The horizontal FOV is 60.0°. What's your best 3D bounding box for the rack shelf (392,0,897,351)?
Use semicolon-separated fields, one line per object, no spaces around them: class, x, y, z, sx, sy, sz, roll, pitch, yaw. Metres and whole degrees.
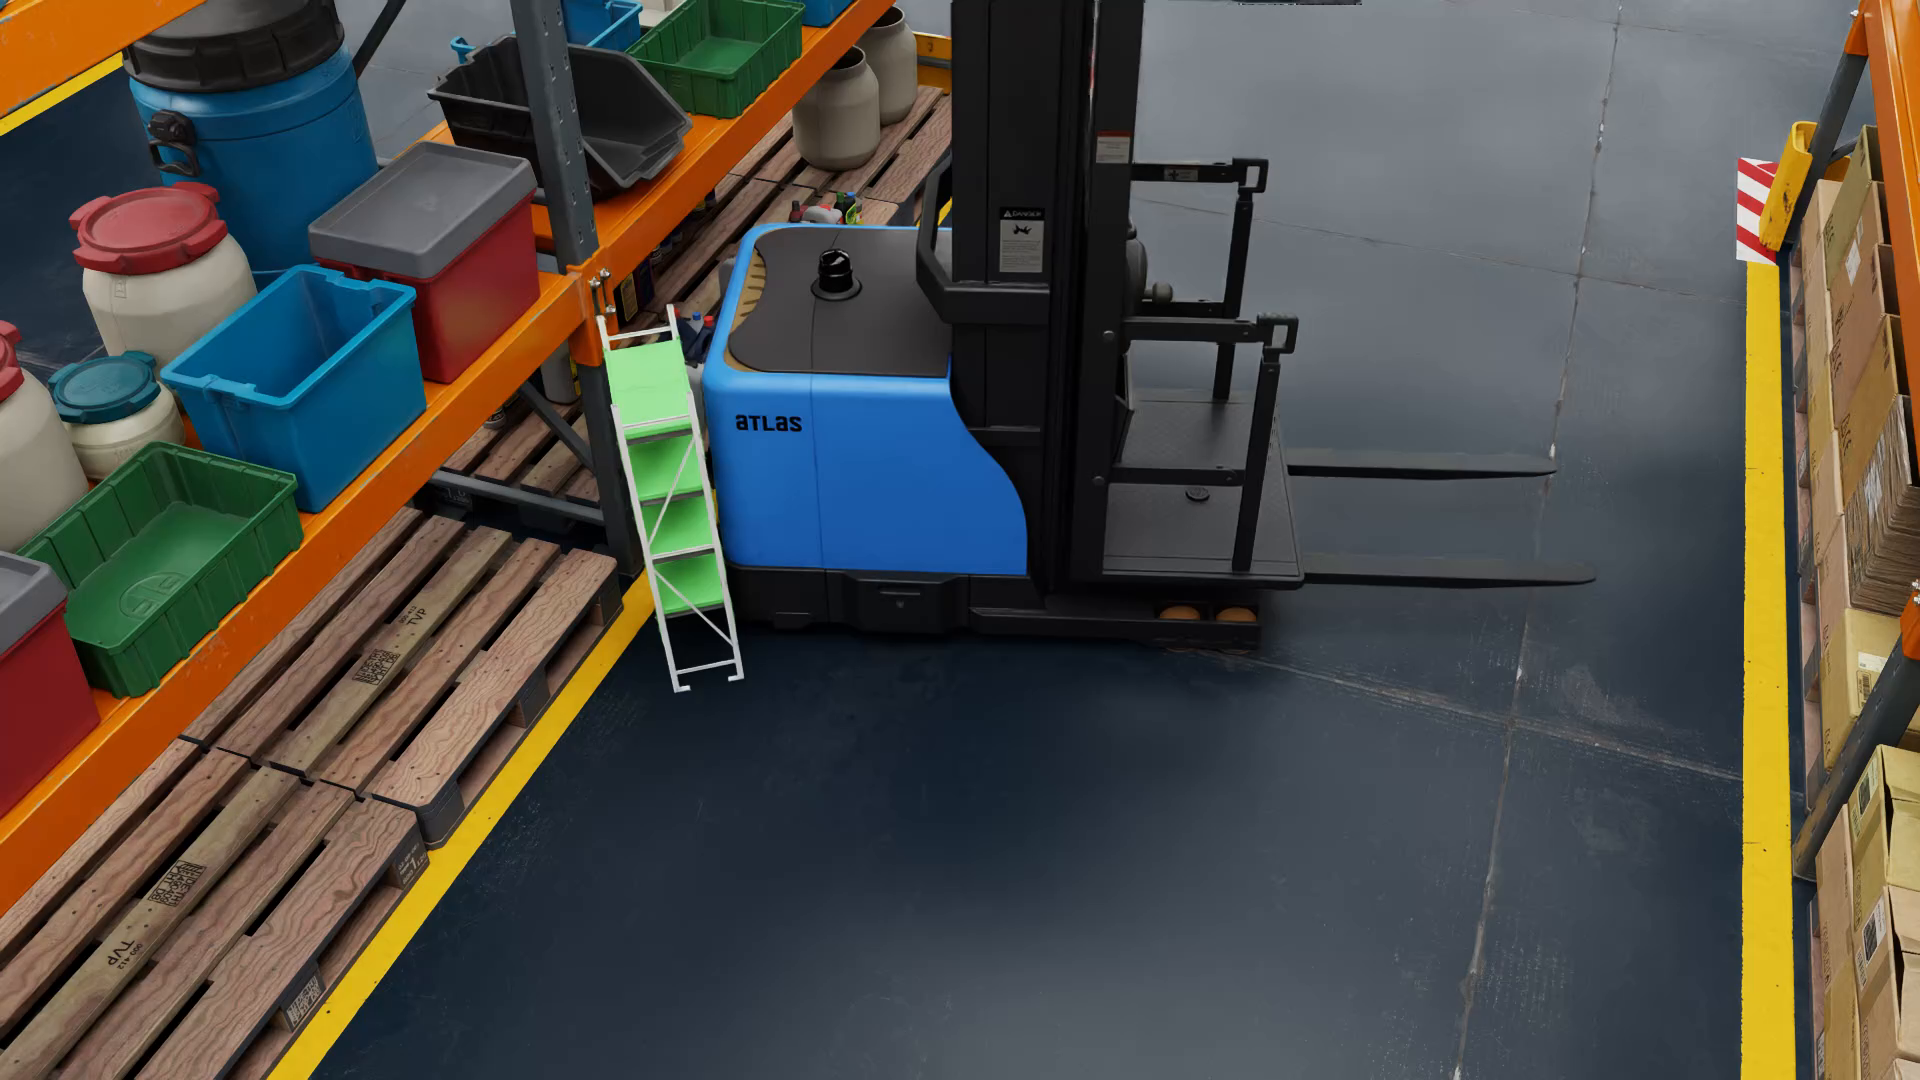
rack shelf;-0.954;-2.089;6.941;1.077;0.370;4.000;13;42;15

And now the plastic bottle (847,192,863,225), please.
plastic bottle;-0.487;-1.467;7.476;0.097;0.201;0.097;0;40;0

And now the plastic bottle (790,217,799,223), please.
plastic bottle;-0.699;-1.190;7.036;0.144;0.351;0.185;15;43;17

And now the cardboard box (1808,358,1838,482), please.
cardboard box;3.476;-0.402;6.205;0.500;0.250;0.500;13;42;15

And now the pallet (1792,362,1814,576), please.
pallet;3.742;-0.202;6.324;1.003;0.211;1.213;13;42;15

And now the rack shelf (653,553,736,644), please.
rack shelf;-0.927;0.114;5.651;0.258;0.148;0.480;-11;42;-9

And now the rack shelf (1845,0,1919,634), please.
rack shelf;3.699;-0.987;5.650;1.077;0.370;4.000;13;42;15

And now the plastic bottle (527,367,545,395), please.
plastic bottle;-1.689;-0.759;6.530;0.144;0.351;0.185;12;42;14

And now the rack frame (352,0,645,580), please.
rack frame;-1.638;-1.142;5.278;1.000;3.000;0.127;13;42;15

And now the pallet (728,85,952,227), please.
pallet;-0.535;-1.970;8.397;1.003;0.211;1.213;13;42;15

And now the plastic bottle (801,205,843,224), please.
plastic bottle;-0.598;-1.348;7.279;0.152;0.276;0.135;14;42;15

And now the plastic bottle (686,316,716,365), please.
plastic bottle;-0.972;-0.702;6.464;0.144;0.351;0.185;14;43;16

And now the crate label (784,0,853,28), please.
crate label;-0.646;-2.413;6.740;0.502;0.435;0.616;13;42;15

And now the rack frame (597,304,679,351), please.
rack frame;-0.999;-0.269;5.632;0.240;1.200;0.015;-11;42;-9

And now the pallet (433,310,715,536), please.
pallet;-1.369;-0.482;6.652;1.003;0.211;1.213;13;42;15

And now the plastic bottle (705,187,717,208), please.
plastic bottle;-1.183;-1.675;7.665;0.097;0.271;0.097;0;40;0

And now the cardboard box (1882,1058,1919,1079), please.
cardboard box;2.288;1.449;3.603;0.500;0.311;0.500;12;42;14

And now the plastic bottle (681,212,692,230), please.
plastic bottle;-1.278;-1.545;7.504;0.061;0.283;0.133;14;42;16

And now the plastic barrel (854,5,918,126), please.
plastic barrel;-0.424;-2.377;8.318;0.421;0.512;0.421;0;40;0

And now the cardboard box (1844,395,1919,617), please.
cardboard box;3.150;-0.074;5.242;0.500;0.500;0.500;13;42;15

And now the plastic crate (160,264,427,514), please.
plastic crate;-1.723;-0.395;4.414;0.392;0.384;0.575;13;42;15

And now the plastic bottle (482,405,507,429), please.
plastic bottle;-1.807;-0.536;6.384;0.097;0.201;0.097;0;40;0

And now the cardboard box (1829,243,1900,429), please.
cardboard box;3.475;-0.687;5.962;0.500;0.500;0.500;13;42;15

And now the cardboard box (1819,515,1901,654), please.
cardboard box;3.149;0.211;5.486;0.500;0.250;0.500;13;42;15

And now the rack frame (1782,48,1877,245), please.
rack frame;4.383;-2.480;6.846;1.000;3.000;0.127;13;42;15

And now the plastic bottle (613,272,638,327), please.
plastic bottle;-1.408;-1.040;6.912;0.061;0.283;0.133;13;42;15

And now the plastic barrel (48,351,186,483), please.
plastic barrel;-2.235;-0.317;4.417;0.301;0.262;0.301;0;40;0

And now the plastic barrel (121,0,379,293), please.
plastic barrel;-2.055;-1.165;4.918;0.600;0.901;0.708;13;42;15

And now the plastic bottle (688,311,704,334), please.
plastic bottle;-1.036;-0.787;6.625;0.097;0.271;0.097;0;40;0

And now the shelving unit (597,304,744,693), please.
shelving unit;-0.939;-0.115;5.452;0.258;1.200;0.503;-11;42;-9

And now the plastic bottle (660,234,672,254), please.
plastic bottle;-1.335;-1.405;7.349;0.097;0.271;0.097;0;40;0

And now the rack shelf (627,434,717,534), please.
rack shelf;-0.946;-0.248;5.336;0.258;0.148;0.480;-11;42;-9

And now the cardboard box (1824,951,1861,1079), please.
cardboard box;2.468;1.348;4.154;0.500;0.250;0.500;14;43;16

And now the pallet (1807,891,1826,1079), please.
pallet;2.800;1.478;4.355;1.003;0.211;1.213;13;42;15

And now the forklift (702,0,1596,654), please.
forklift;0.703;-1.074;5.251;3.031;2.935;1.130;2;41;2

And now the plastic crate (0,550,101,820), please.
plastic crate;-2.166;0.355;3.473;0.402;0.464;0.583;13;42;15

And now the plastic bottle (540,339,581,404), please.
plastic bottle;-1.553;-0.727;6.493;0.144;0.351;0.185;13;42;15

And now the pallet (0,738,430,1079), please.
pallet;-2.286;1.153;4.736;1.003;0.211;1.213;13;42;15

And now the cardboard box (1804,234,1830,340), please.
cardboard box;3.823;-1.011;6.919;0.500;0.250;0.500;13;42;15

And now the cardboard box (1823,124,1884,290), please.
cardboard box;3.821;-1.296;6.676;0.500;0.500;0.500;13;42;15

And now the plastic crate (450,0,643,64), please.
plastic crate;-1.515;-1.821;6.188;0.499;0.251;0.616;13;42;15

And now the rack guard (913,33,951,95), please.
rack guard;-0.252;-2.574;8.882;1.175;0.500;0.348;13;42;15

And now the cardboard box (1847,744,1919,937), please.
cardboard box;2.640;0.829;4.330;0.500;0.311;0.500;13;42;15
